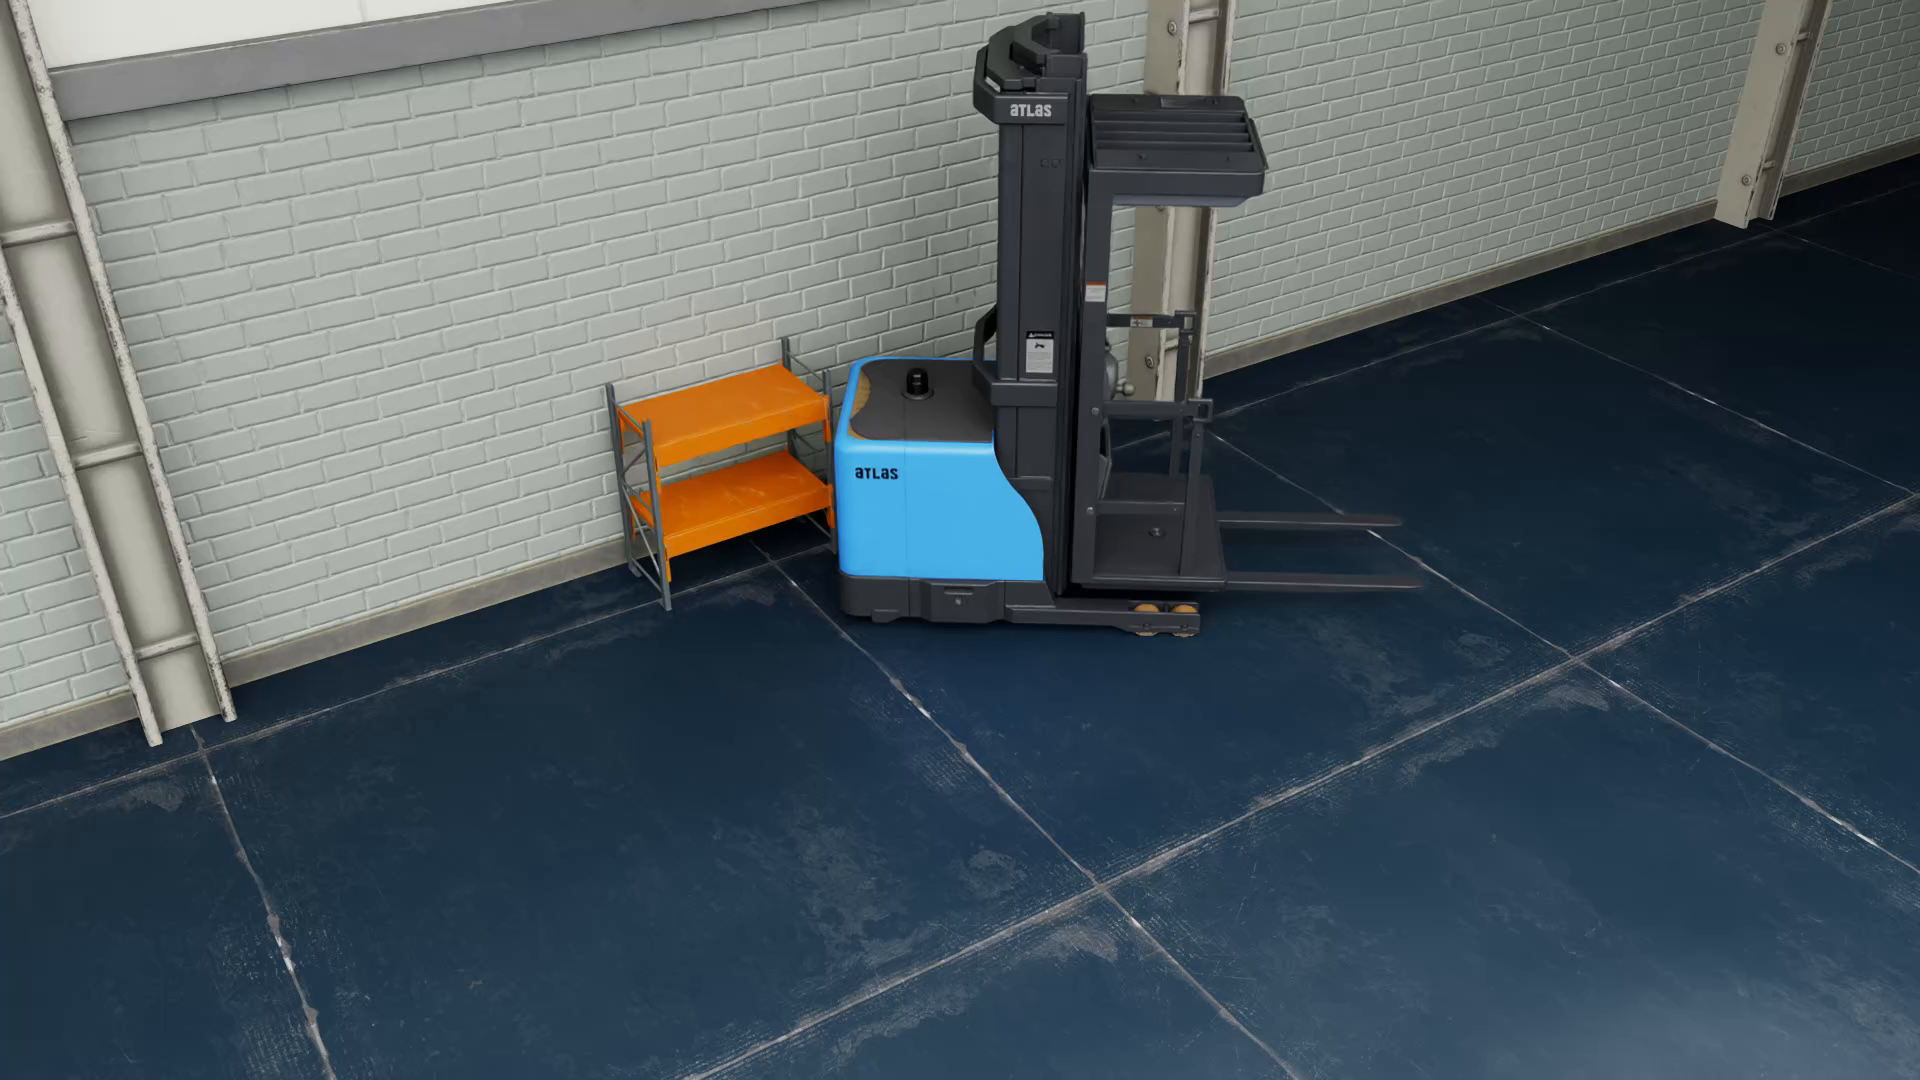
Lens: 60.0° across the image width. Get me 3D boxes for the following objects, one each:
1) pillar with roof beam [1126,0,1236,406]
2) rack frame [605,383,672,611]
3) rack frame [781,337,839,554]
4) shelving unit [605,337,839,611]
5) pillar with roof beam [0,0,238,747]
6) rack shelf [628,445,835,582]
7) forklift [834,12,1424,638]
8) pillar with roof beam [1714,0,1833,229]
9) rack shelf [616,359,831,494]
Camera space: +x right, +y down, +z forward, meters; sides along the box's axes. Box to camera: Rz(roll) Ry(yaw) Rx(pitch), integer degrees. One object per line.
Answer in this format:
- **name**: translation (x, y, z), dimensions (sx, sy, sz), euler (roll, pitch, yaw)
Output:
- **pillar with roof beam**: translation (3.648, -2.761, 5.315), dimensions (0.400, 9.000, 9.100), euler (-19, 37, -27)
- **rack frame**: translation (-1.672, -0.215, 8.658), dimensions (0.032, 1.125, 0.500), euler (-19, 37, -28)
- **rack frame**: translation (-0.820, -0.511, 9.127), dimensions (0.032, 1.125, 0.500), euler (-19, 37, -28)
- **shelving unit**: translation (-1.246, -0.363, 8.893), dimensions (1.048, 1.125, 0.538), euler (-19, 37, -28)
- **pillar with roof beam**: translation (-1.395, -1.027, 2.565), dimensions (0.400, 9.000, 9.100), euler (-19, 37, -27)
- **rack shelf**: translation (-1.246, -0.156, 9.023), dimensions (1.000, 0.278, 0.538), euler (-19, 37, -28)
- **forklift**: translation (0.899, -1.029, 8.256), dimensions (3.031, 2.935, 1.130), euler (1, 32, 2)
- **pillar with roof beam**: translation (8.691, -4.496, 8.064), dimensions (0.400, 9.000, 9.100), euler (-19, 37, -27)
- **rack shelf**: translation (-1.246, -0.610, 8.736), dimensions (1.000, 0.278, 0.538), euler (-19, 37, -28)
